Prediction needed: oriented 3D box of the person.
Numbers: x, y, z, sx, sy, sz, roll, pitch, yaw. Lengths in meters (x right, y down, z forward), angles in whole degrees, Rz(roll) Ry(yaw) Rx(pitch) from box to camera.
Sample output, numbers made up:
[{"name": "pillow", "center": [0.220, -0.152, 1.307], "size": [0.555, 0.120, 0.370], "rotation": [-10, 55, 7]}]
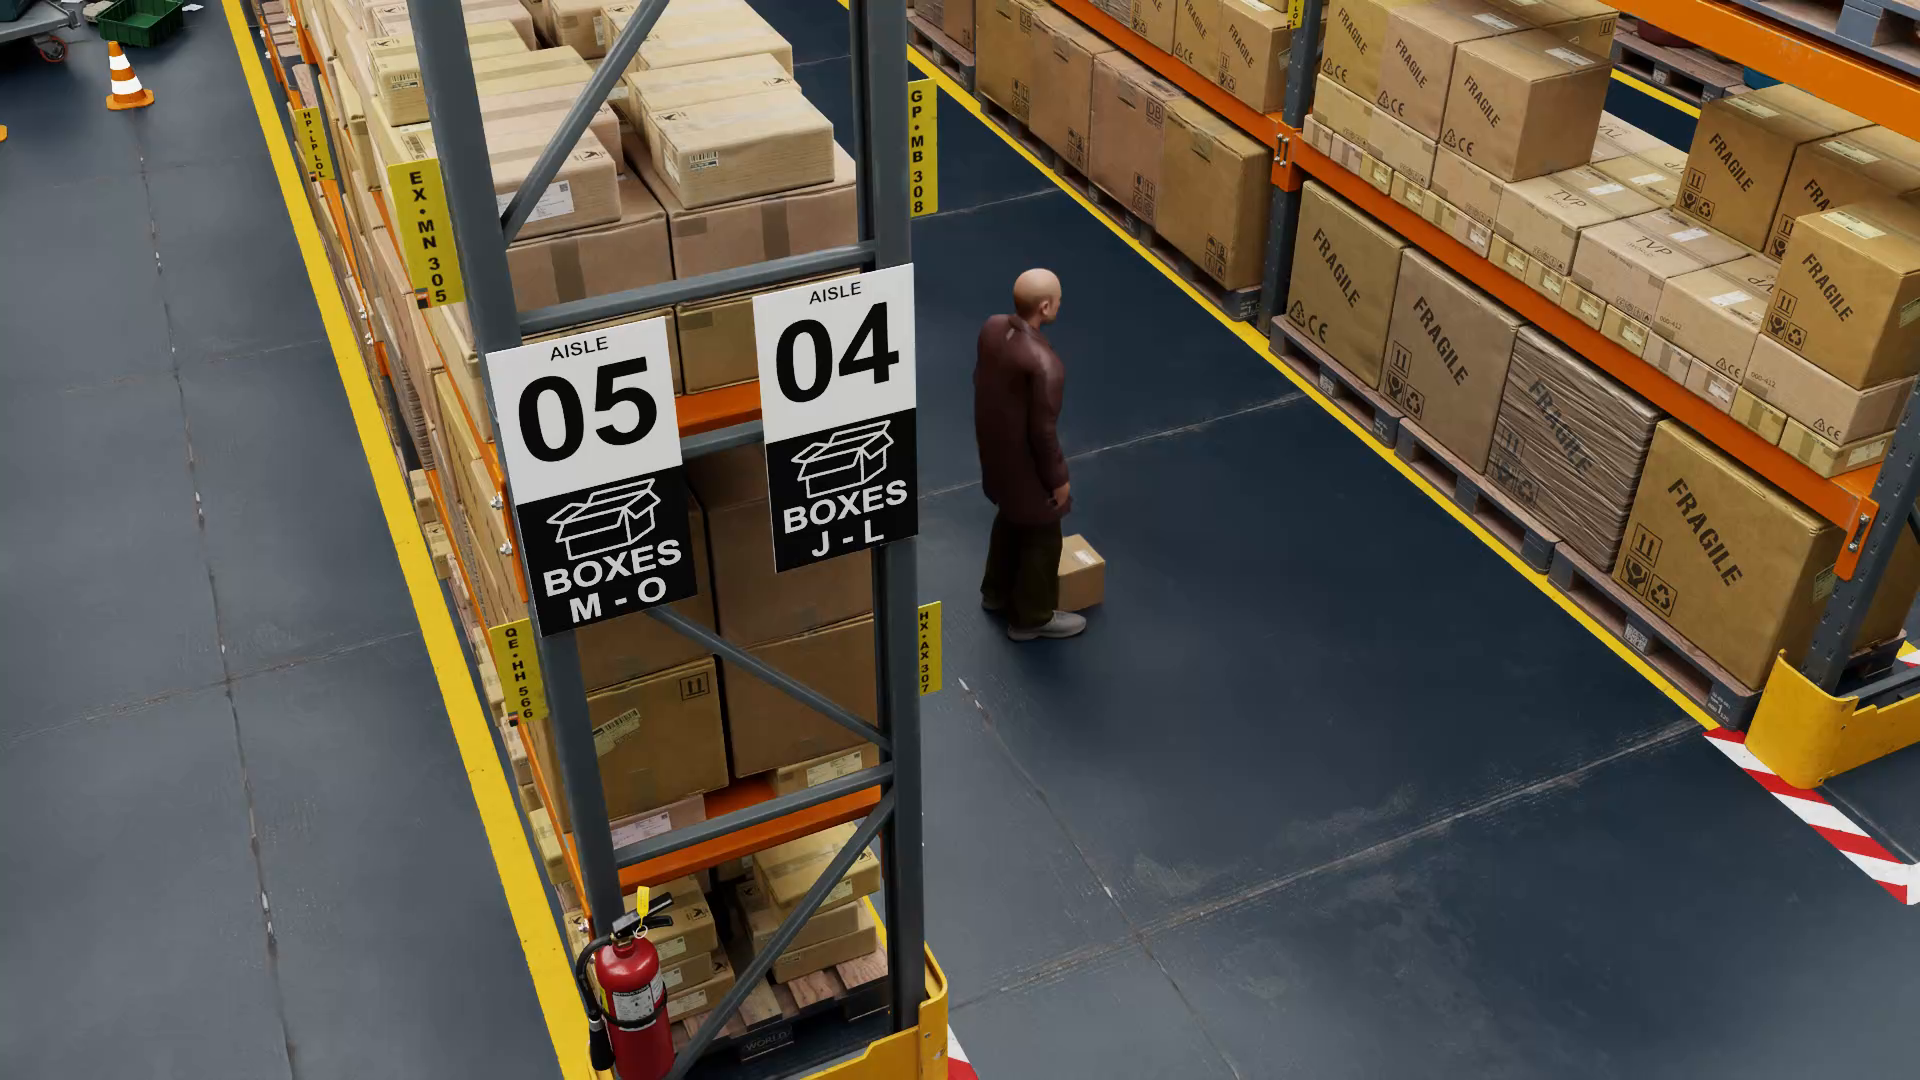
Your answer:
[{"name": "person", "center": [0.287, -0.332, 7.411], "size": [0.428, 1.657, 0.642], "rotation": [-17, 40, -22]}]
